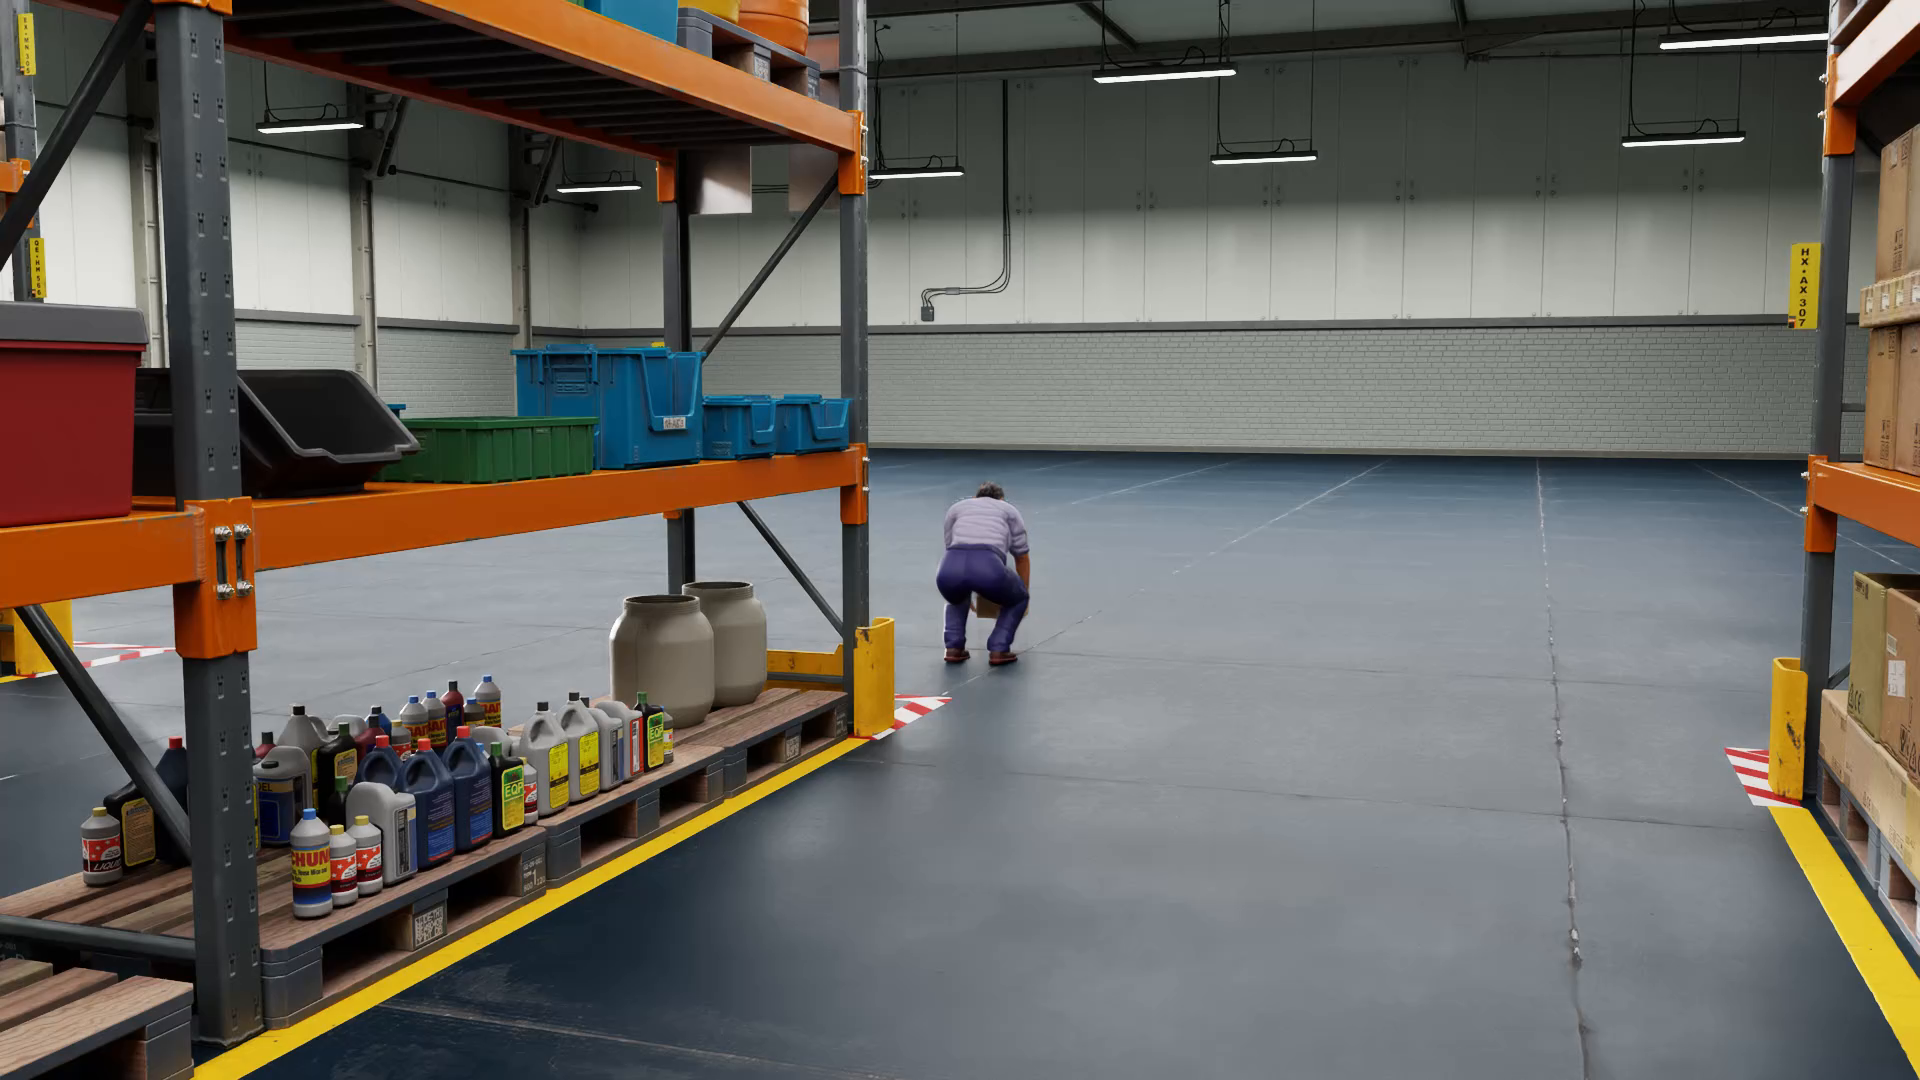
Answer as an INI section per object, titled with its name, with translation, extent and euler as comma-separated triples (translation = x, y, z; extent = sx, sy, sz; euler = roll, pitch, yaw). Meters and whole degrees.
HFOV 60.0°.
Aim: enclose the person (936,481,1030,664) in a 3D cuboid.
[person]
translation = 0.119, 0.185, 9.695
extent = 0.530, 1.033, 0.792
euler = 2, 6, 18
